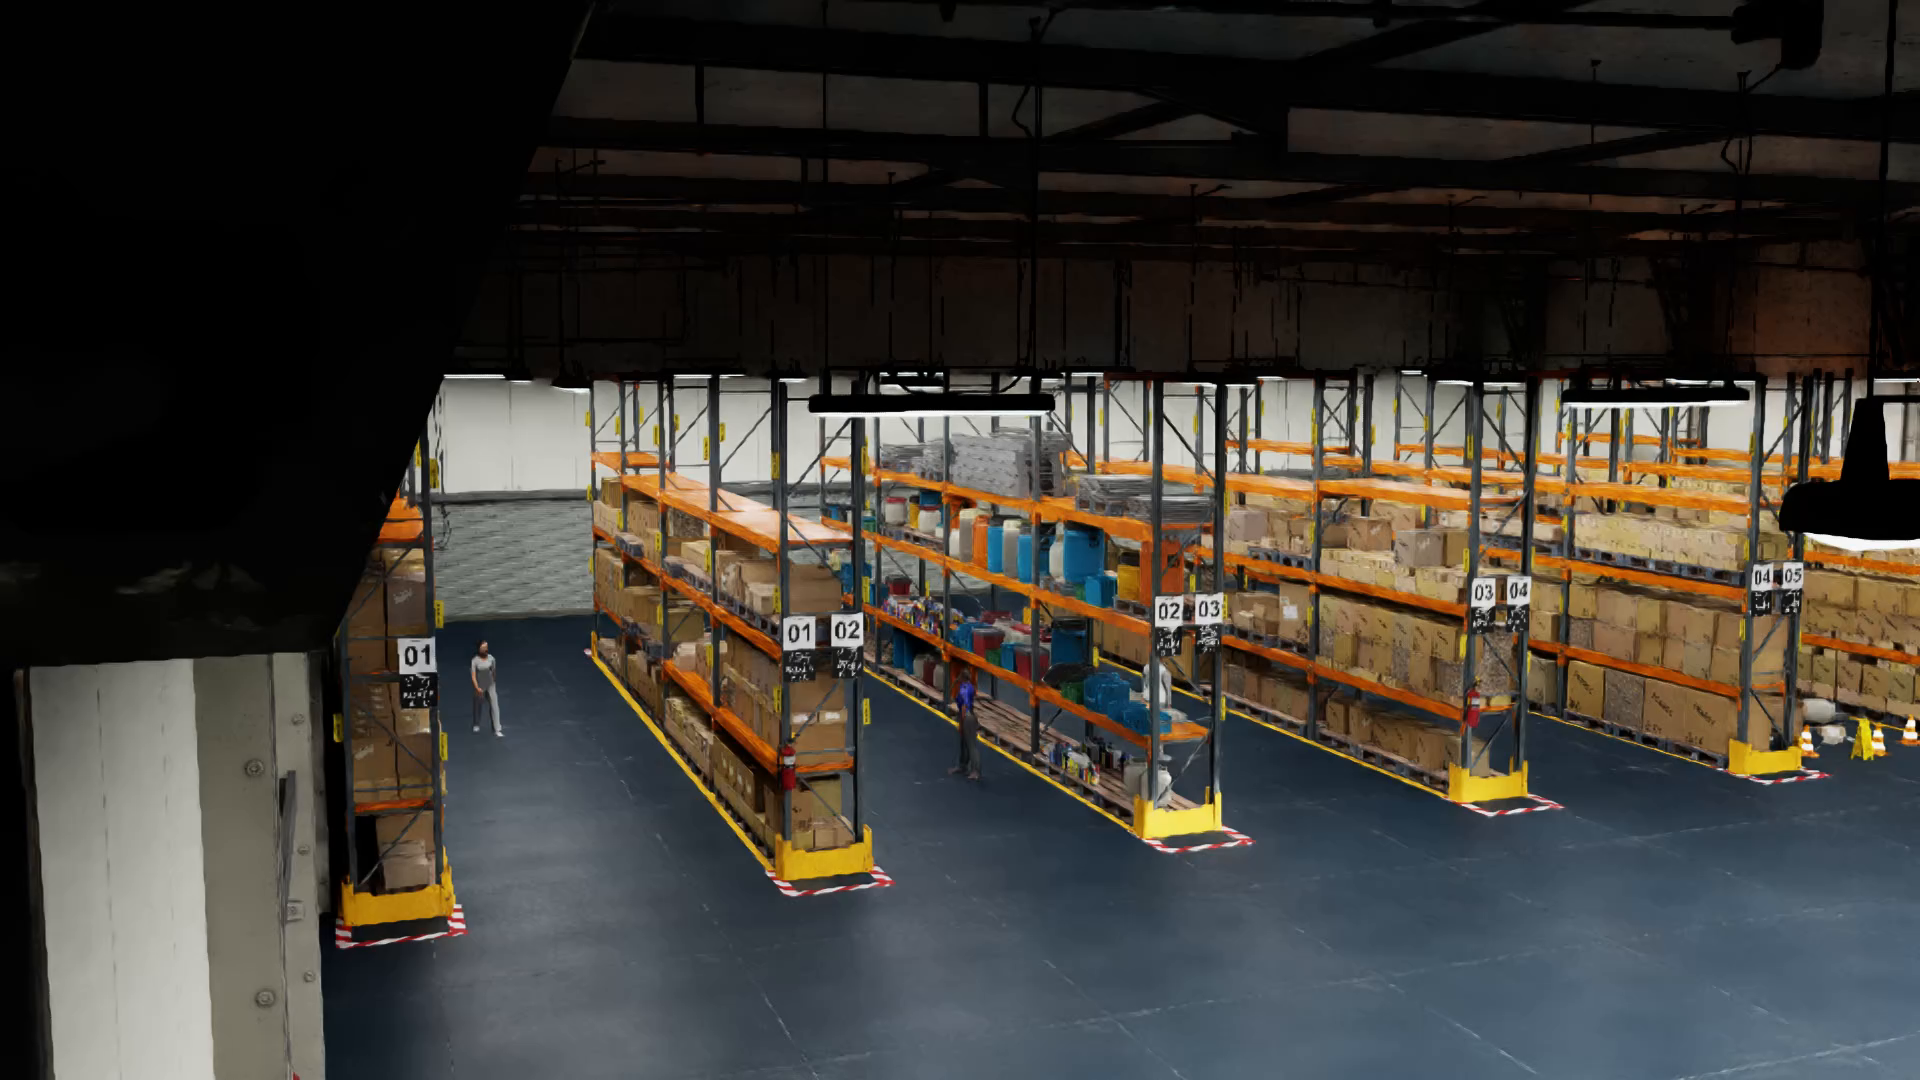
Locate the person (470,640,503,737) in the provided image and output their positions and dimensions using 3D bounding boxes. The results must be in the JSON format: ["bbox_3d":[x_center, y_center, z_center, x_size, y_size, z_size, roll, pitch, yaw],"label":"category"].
[{"bbox_3d":[-7.900,2.444,27.583,0.444,1.604,1.016,-3,7,-28],"label":"person"}]

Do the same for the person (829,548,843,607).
[{"bbox_3d":[-3.226,0.890,41.412,0.454,1.666,0.641,3,7,23],"label":"person"}]

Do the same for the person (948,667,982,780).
[{"bbox_3d":[0.071,2.722,24.900,0.545,1.652,0.574,1,6,7],"label":"person"}]

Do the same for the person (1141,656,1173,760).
[{"bbox_3d":[3.101,2.526,26.055,0.466,1.777,0.595,-6,9,-44],"label":"person"}]
